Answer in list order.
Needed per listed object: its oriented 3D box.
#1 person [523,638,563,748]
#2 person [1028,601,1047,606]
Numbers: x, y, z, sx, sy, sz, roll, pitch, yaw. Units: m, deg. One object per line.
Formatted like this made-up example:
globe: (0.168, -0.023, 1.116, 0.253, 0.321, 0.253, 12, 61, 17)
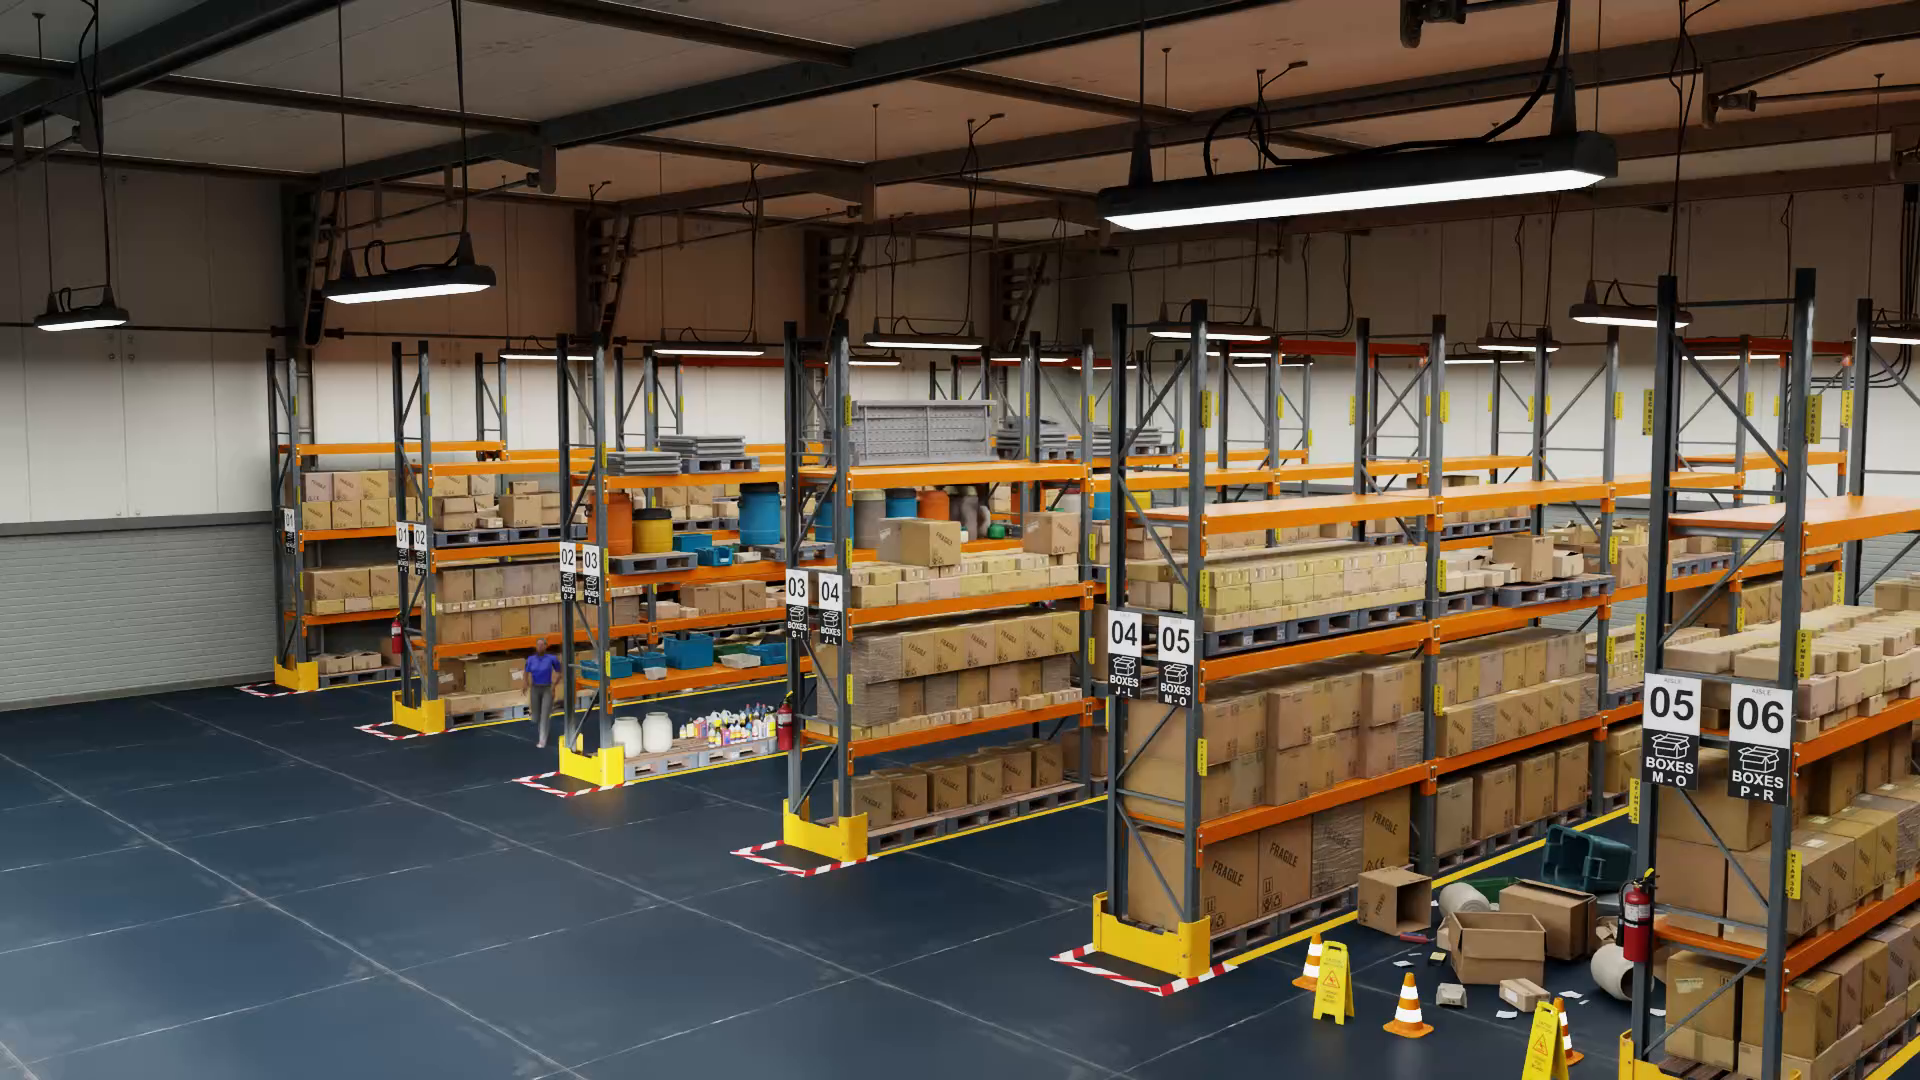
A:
person: (-6.174, 2.239, 24.658, 0.587, 1.608, 0.653, 0, 5, -3)
person: (1.419, 1.649, 31.320, 0.602, 1.683, 0.717, 5, 7, 43)
